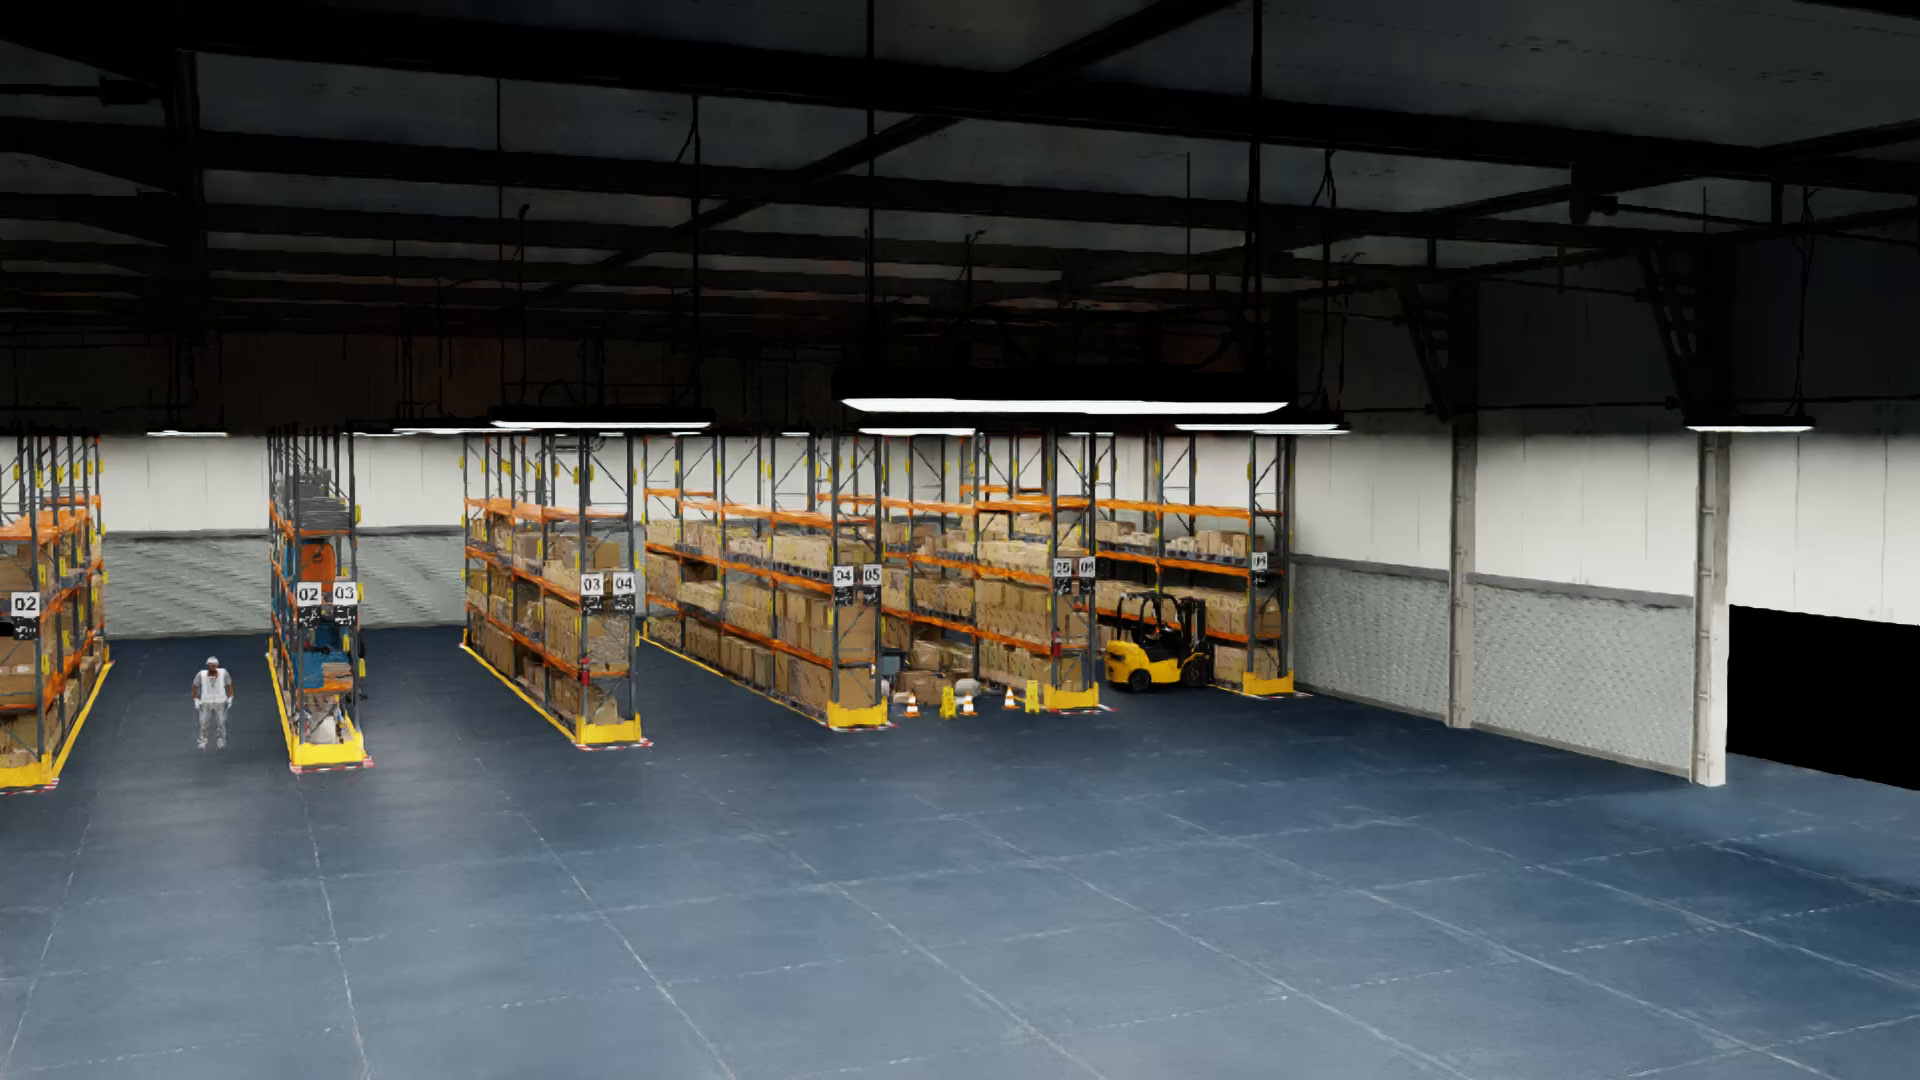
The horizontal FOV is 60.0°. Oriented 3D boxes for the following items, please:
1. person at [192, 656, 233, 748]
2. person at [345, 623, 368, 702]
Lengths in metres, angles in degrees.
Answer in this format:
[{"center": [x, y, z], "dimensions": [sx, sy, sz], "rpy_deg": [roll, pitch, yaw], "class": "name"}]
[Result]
[{"center": [-13.764, 2.991, 30.637], "dimensions": [0.702, 1.735, 0.549], "rpy_deg": [-2, 4, -25], "class": "person"}, {"center": [-13.197, 2.631, 36.264], "dimensions": [0.391, 1.721, 0.678], "rpy_deg": [0, 4, -6], "class": "person"}]
